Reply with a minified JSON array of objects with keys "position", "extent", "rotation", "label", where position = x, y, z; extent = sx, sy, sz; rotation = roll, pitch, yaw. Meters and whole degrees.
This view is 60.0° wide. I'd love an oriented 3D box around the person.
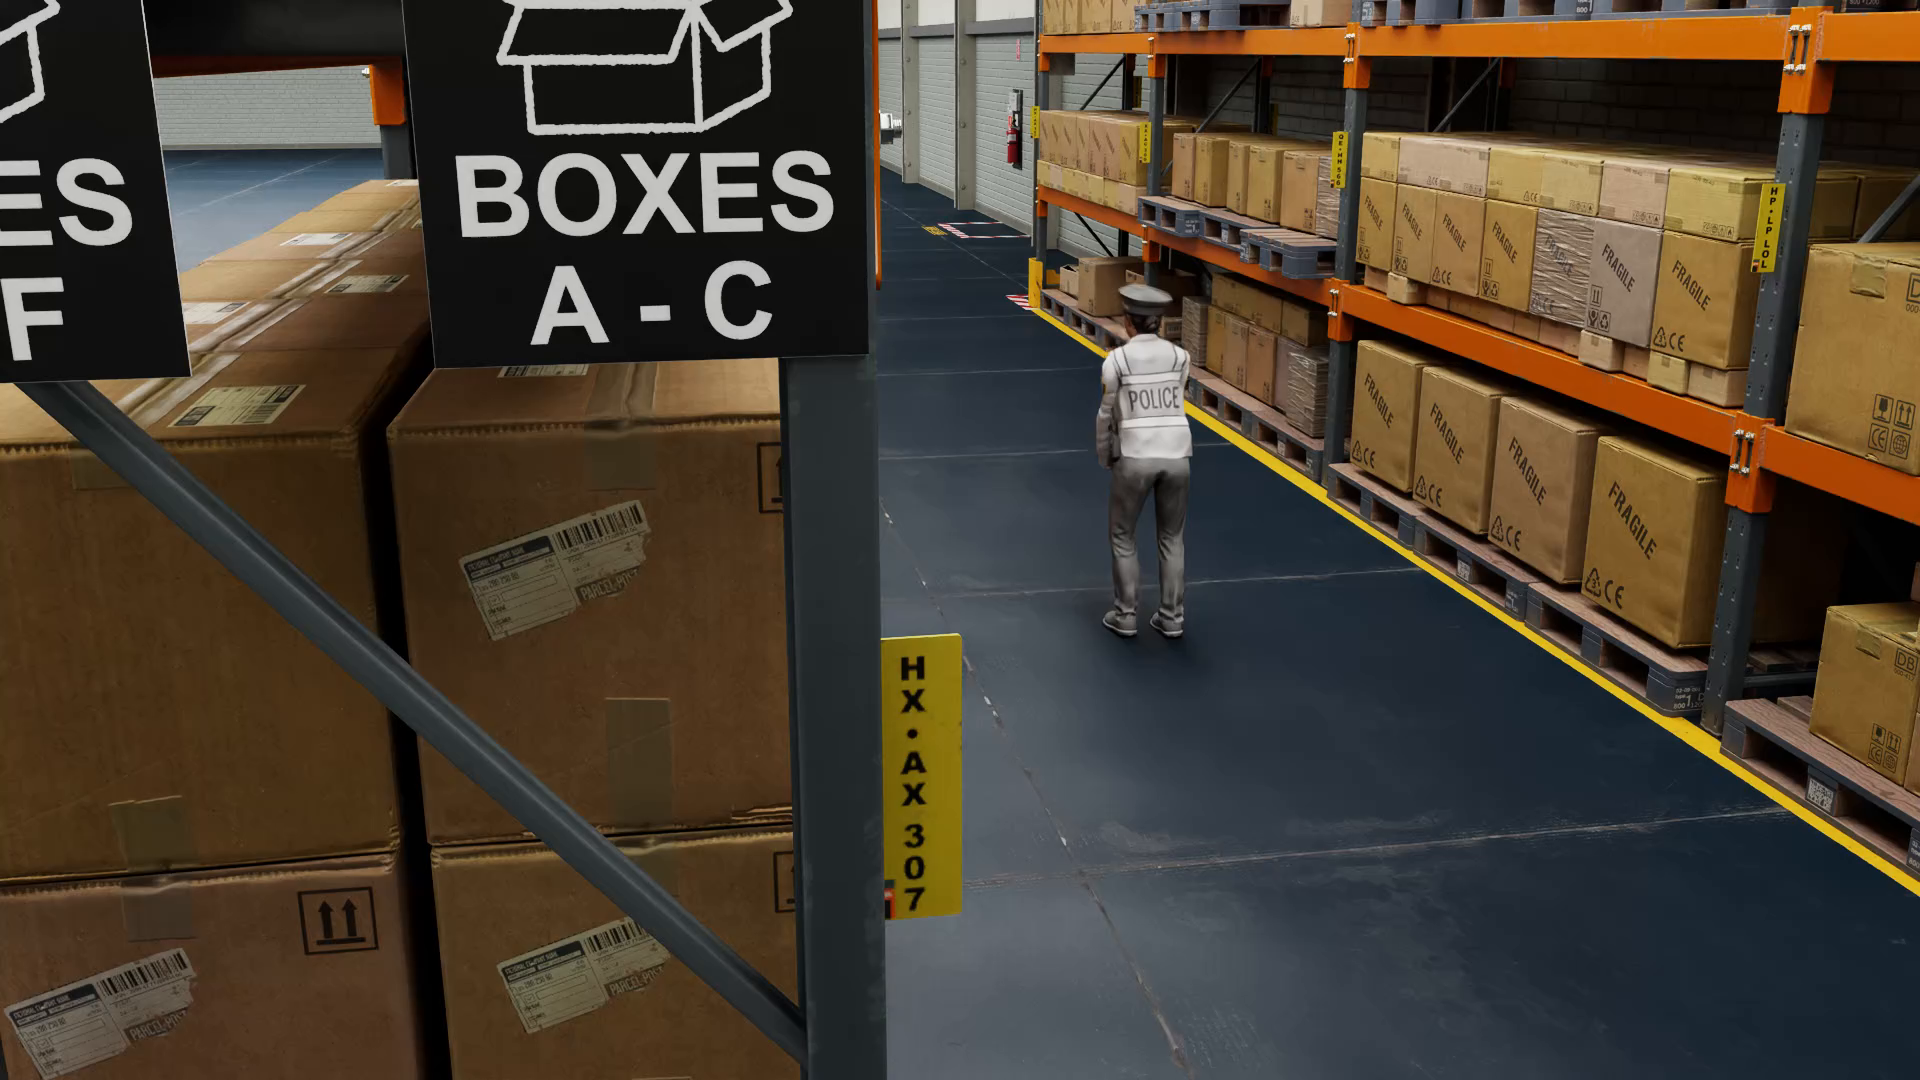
[{"position":[0.852,-0.362,7.807],"extent":[0.415,1.647,0.551],"rotation":[-3,17,-11],"label":"person"}]
